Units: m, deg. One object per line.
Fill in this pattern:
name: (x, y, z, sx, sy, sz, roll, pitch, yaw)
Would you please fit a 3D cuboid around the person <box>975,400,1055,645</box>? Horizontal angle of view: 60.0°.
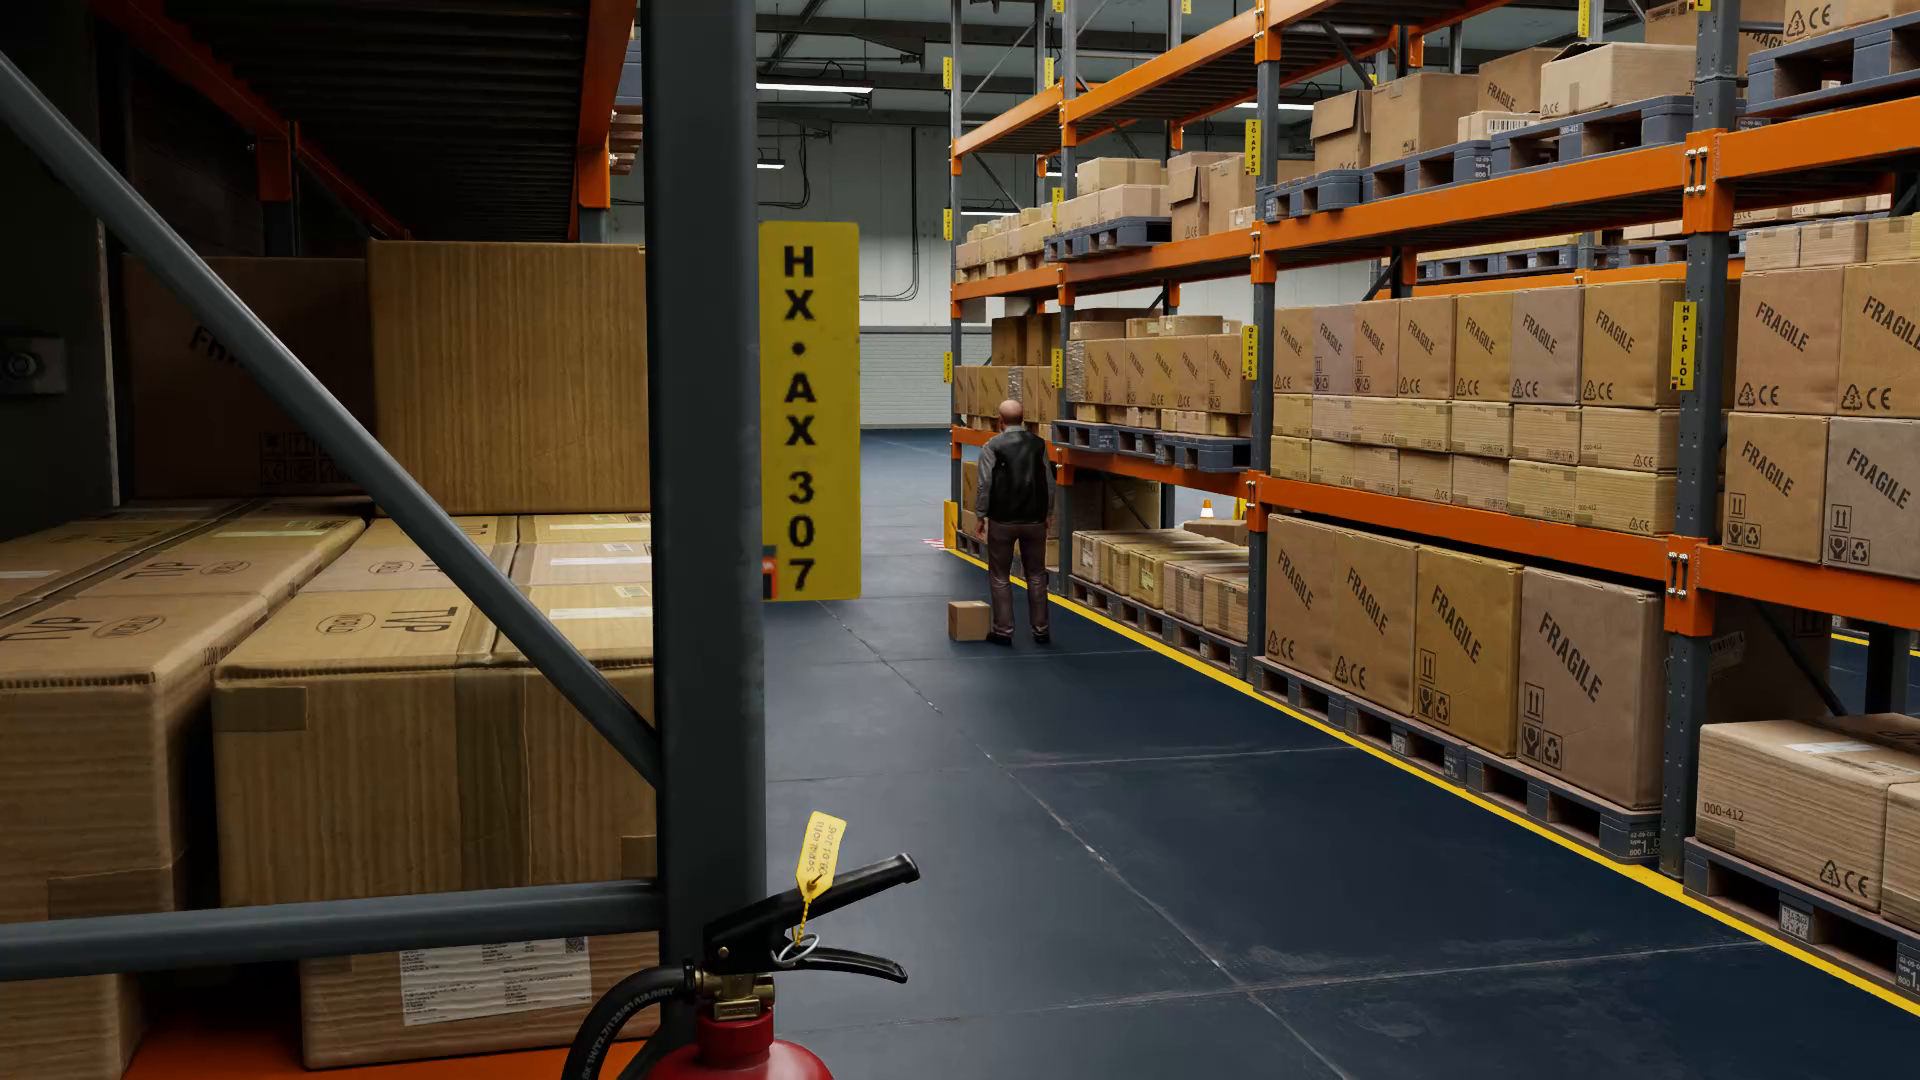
person: (0.396, -0.125, 11.730, 0.594, 1.722, 0.412, -2, 6, -17)
